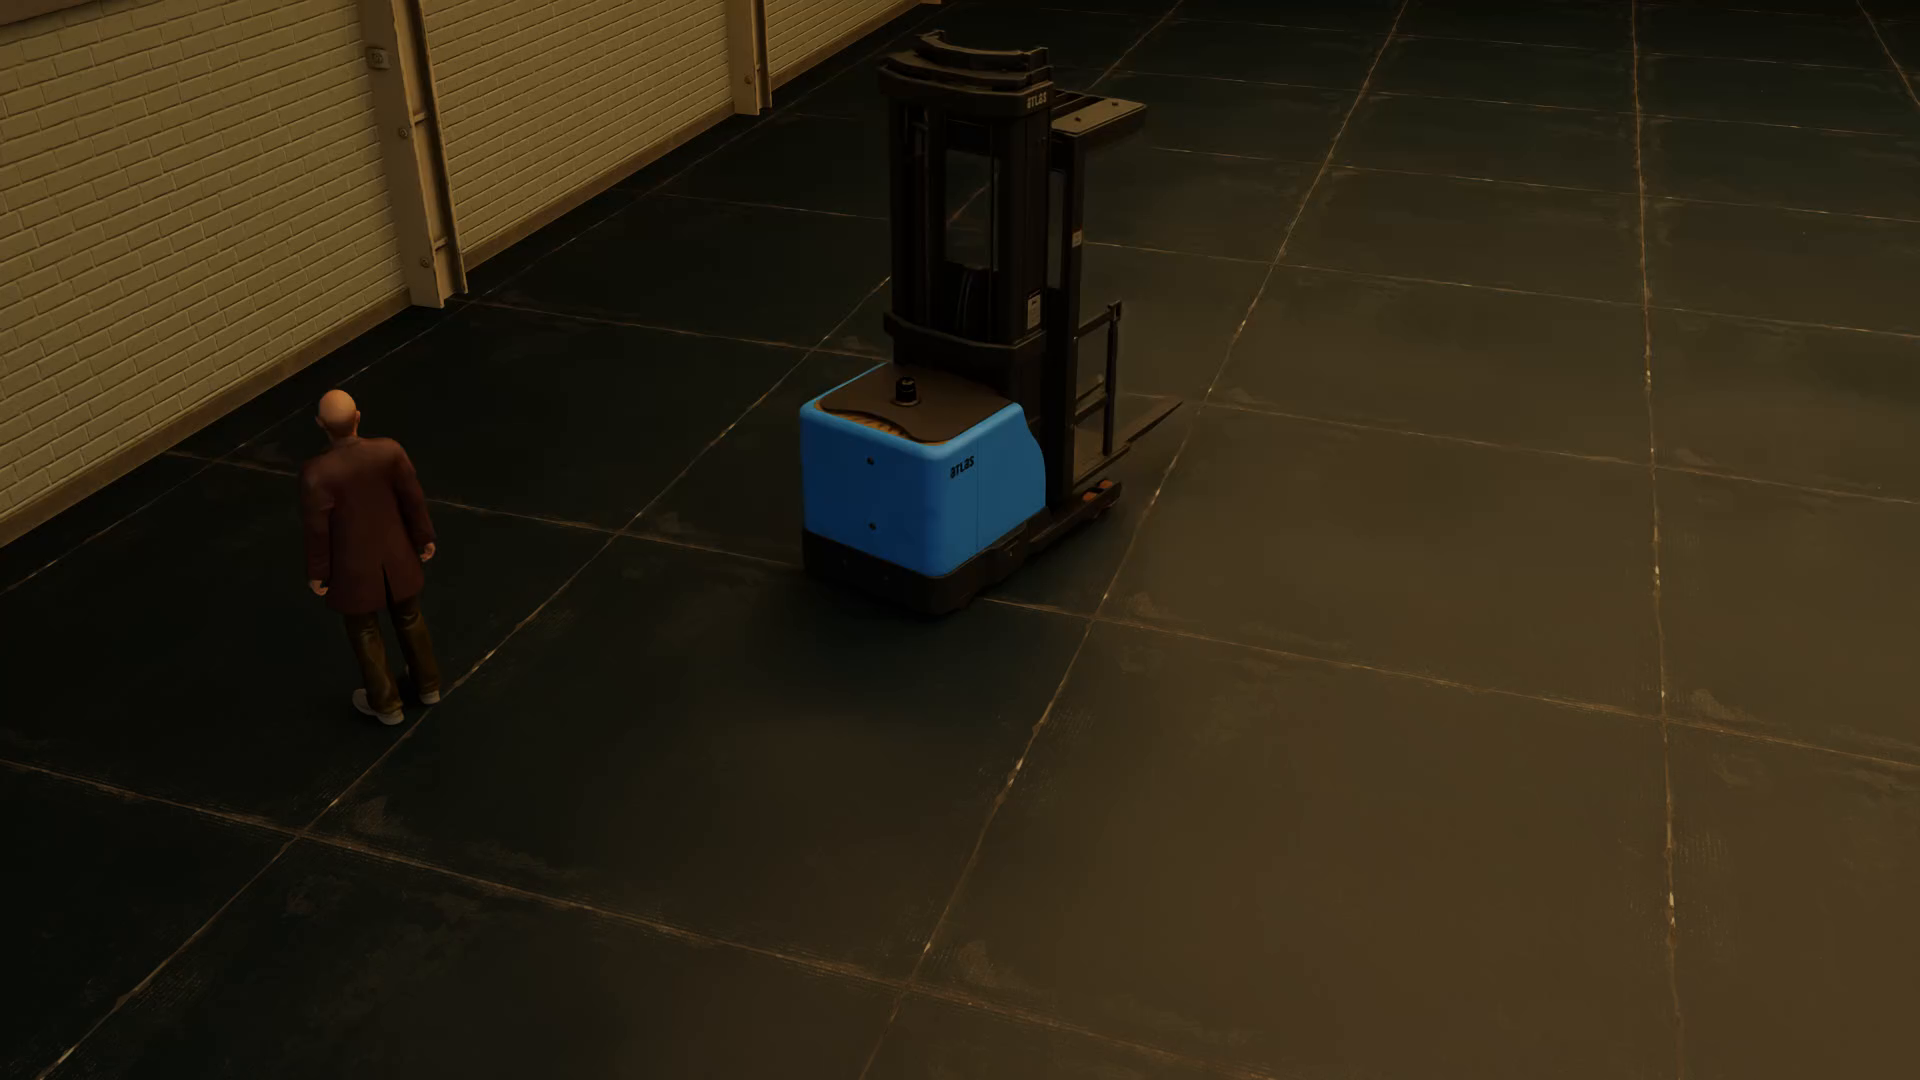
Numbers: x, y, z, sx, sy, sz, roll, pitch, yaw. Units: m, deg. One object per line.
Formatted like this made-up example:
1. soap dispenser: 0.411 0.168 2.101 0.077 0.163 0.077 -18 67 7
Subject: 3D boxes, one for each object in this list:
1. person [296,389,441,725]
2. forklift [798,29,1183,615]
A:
1. person: -2.922 0.067 8.187 0.643 1.777 0.421 -23 37 -34
2. forklift: 0.357 -1.532 9.824 1.130 2.935 3.031 20 35 31
